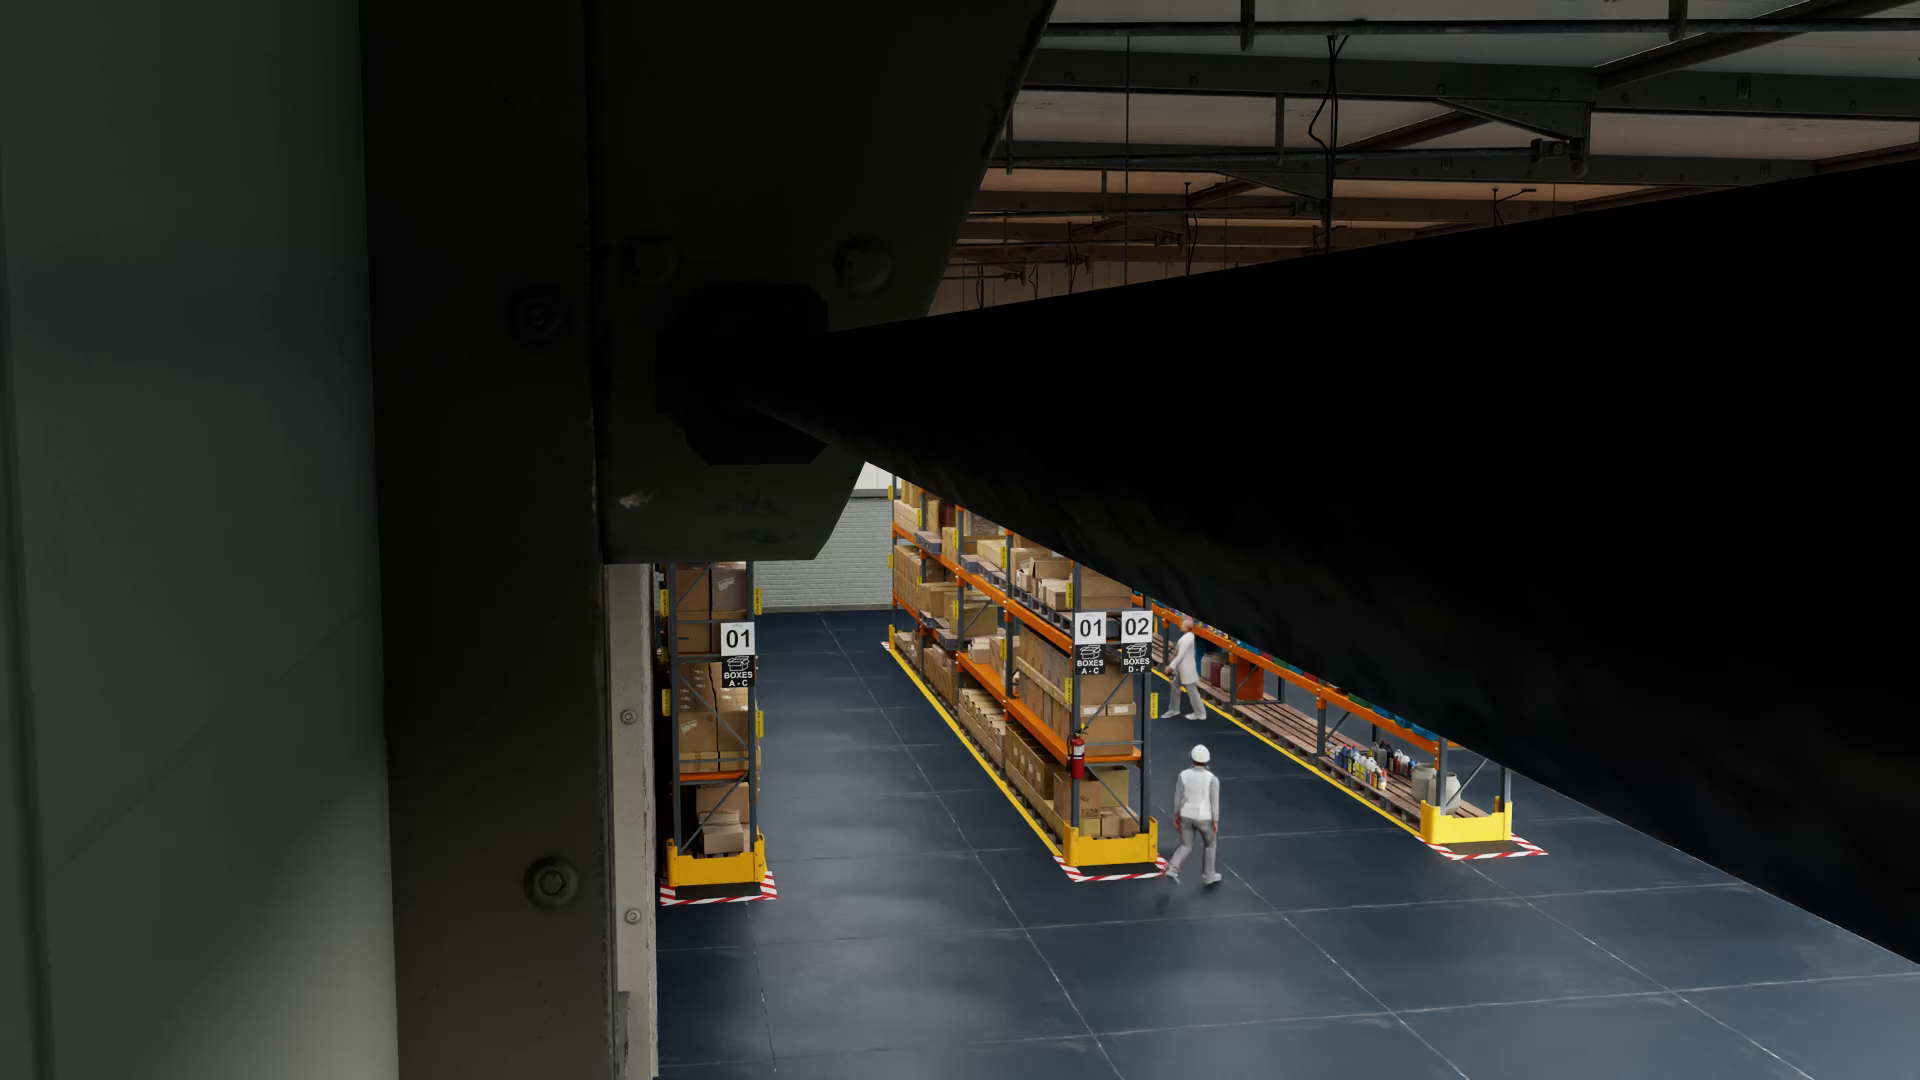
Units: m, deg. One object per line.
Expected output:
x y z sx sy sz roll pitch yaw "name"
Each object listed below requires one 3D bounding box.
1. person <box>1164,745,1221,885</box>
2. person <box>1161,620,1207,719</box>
2.832 3.307 19.900 0.550 1.733 0.926 5 8 38 "person"
3.920 2.284 29.103 0.832 1.807 0.670 2 6 15 "person"
